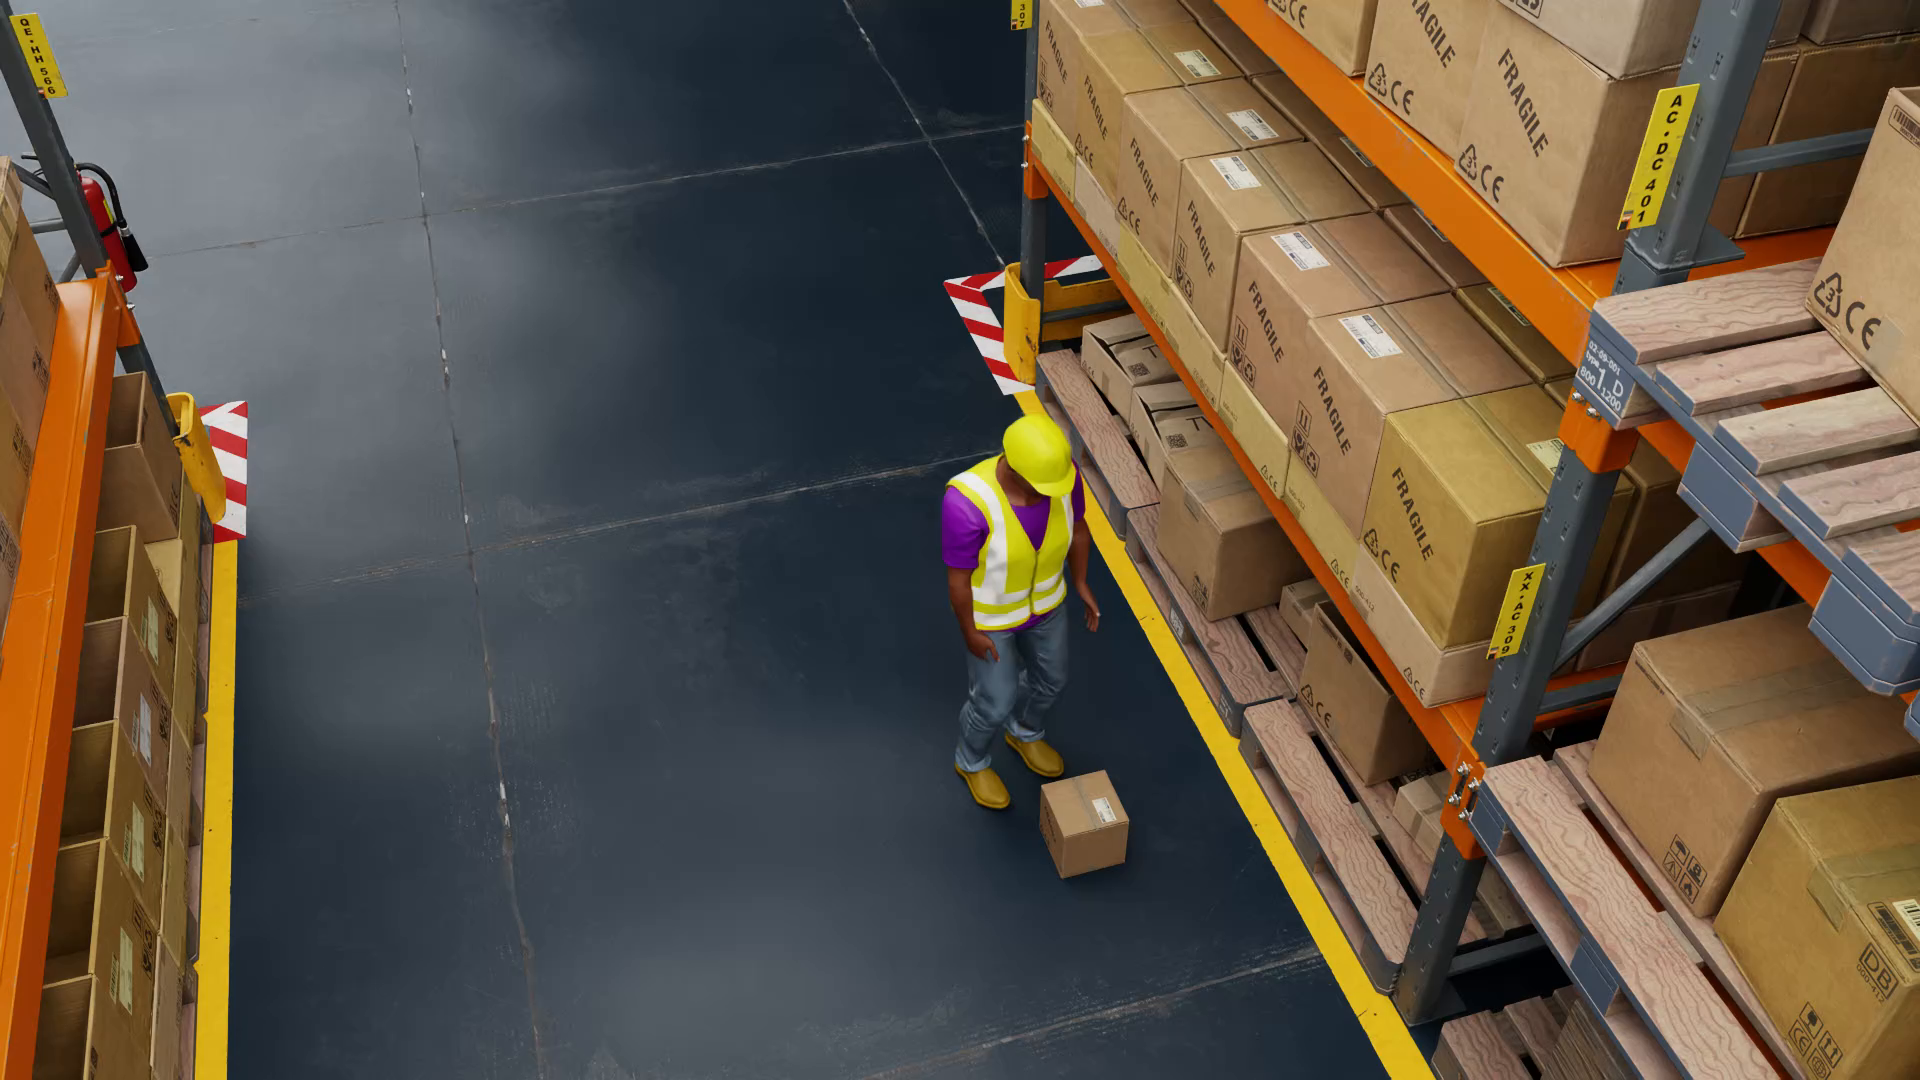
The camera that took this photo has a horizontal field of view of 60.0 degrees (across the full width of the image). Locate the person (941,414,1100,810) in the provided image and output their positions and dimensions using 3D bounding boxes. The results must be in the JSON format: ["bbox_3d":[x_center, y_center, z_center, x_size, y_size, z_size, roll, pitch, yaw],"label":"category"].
[{"bbox_3d":[0.215,0.235,5.903,0.581,1.737,0.409,-24,47,-24],"label":"person"}]
